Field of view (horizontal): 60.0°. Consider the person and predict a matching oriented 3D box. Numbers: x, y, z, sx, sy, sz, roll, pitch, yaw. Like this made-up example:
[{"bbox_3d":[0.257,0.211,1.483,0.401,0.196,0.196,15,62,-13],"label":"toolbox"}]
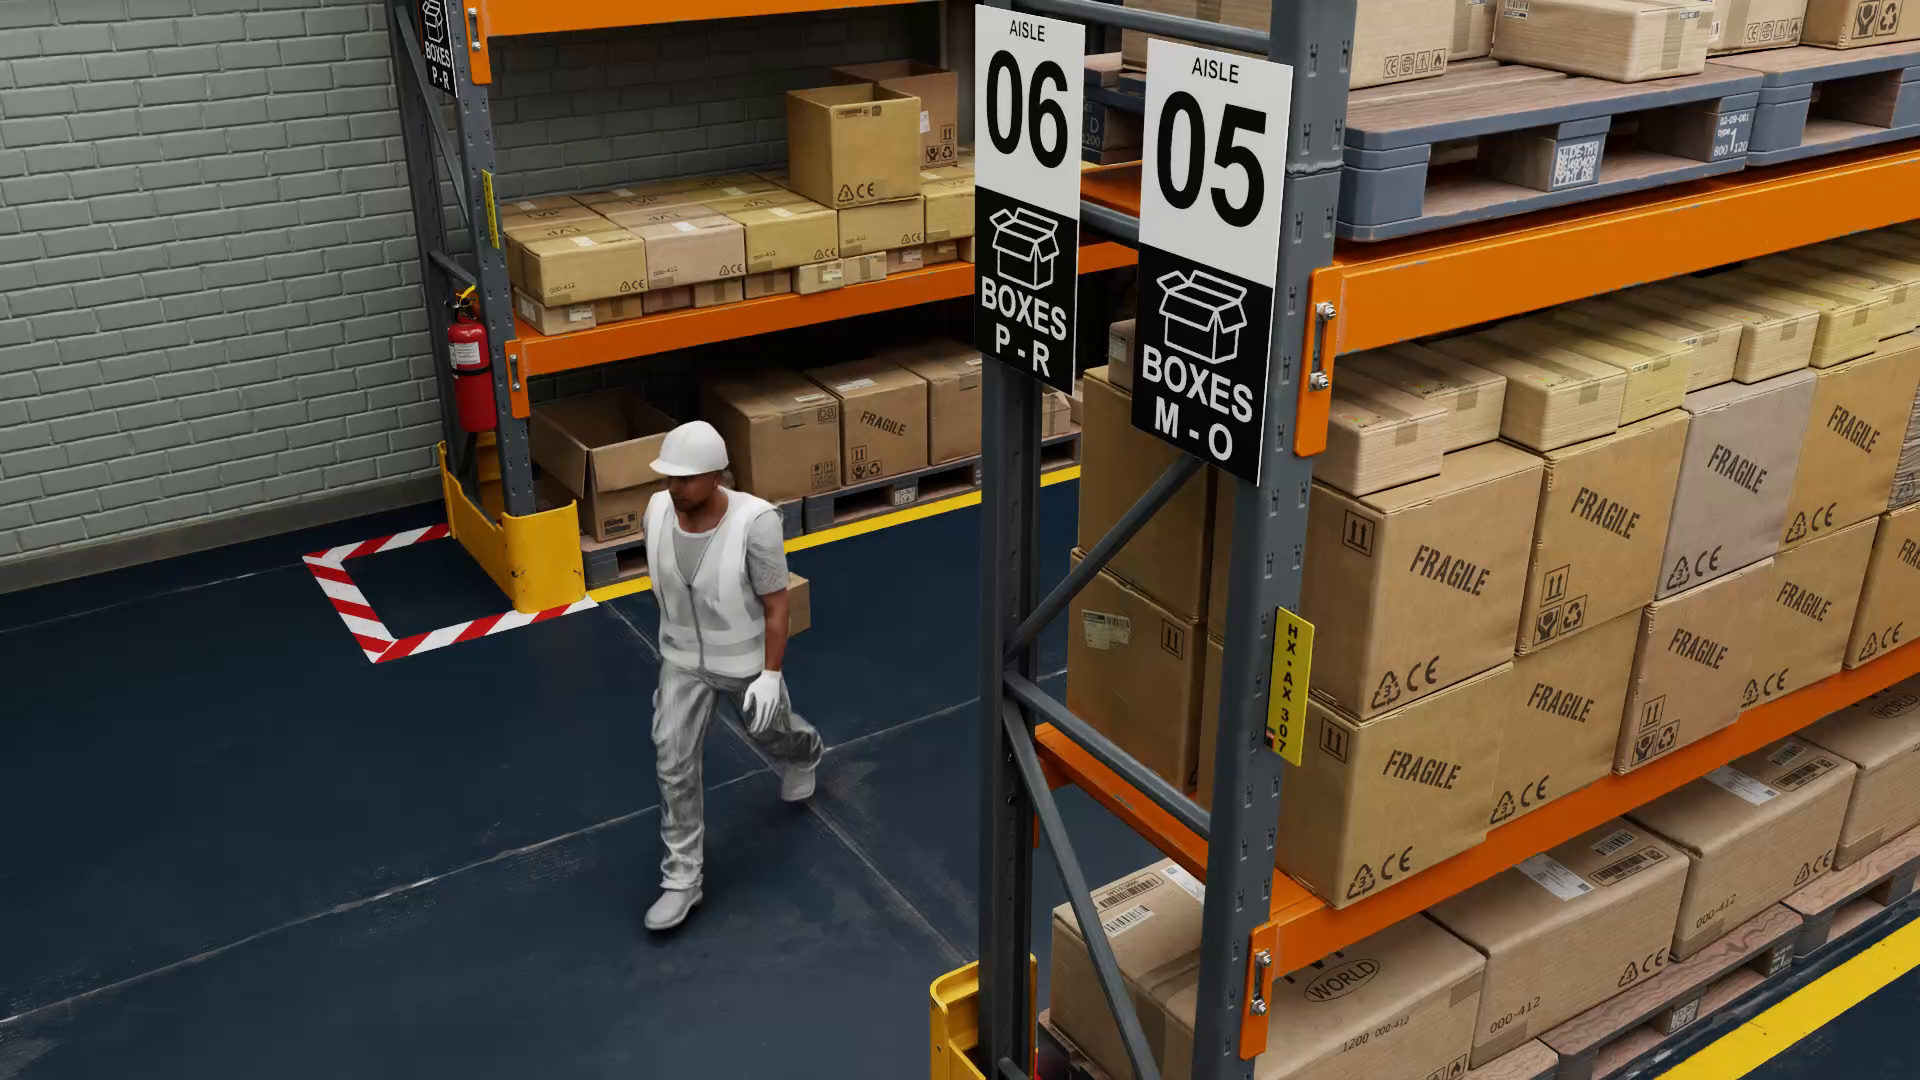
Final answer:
[{"bbox_3d":[-0.818,0.382,5.768,0.560,1.734,1.095,6,26,13],"label":"person"}]
